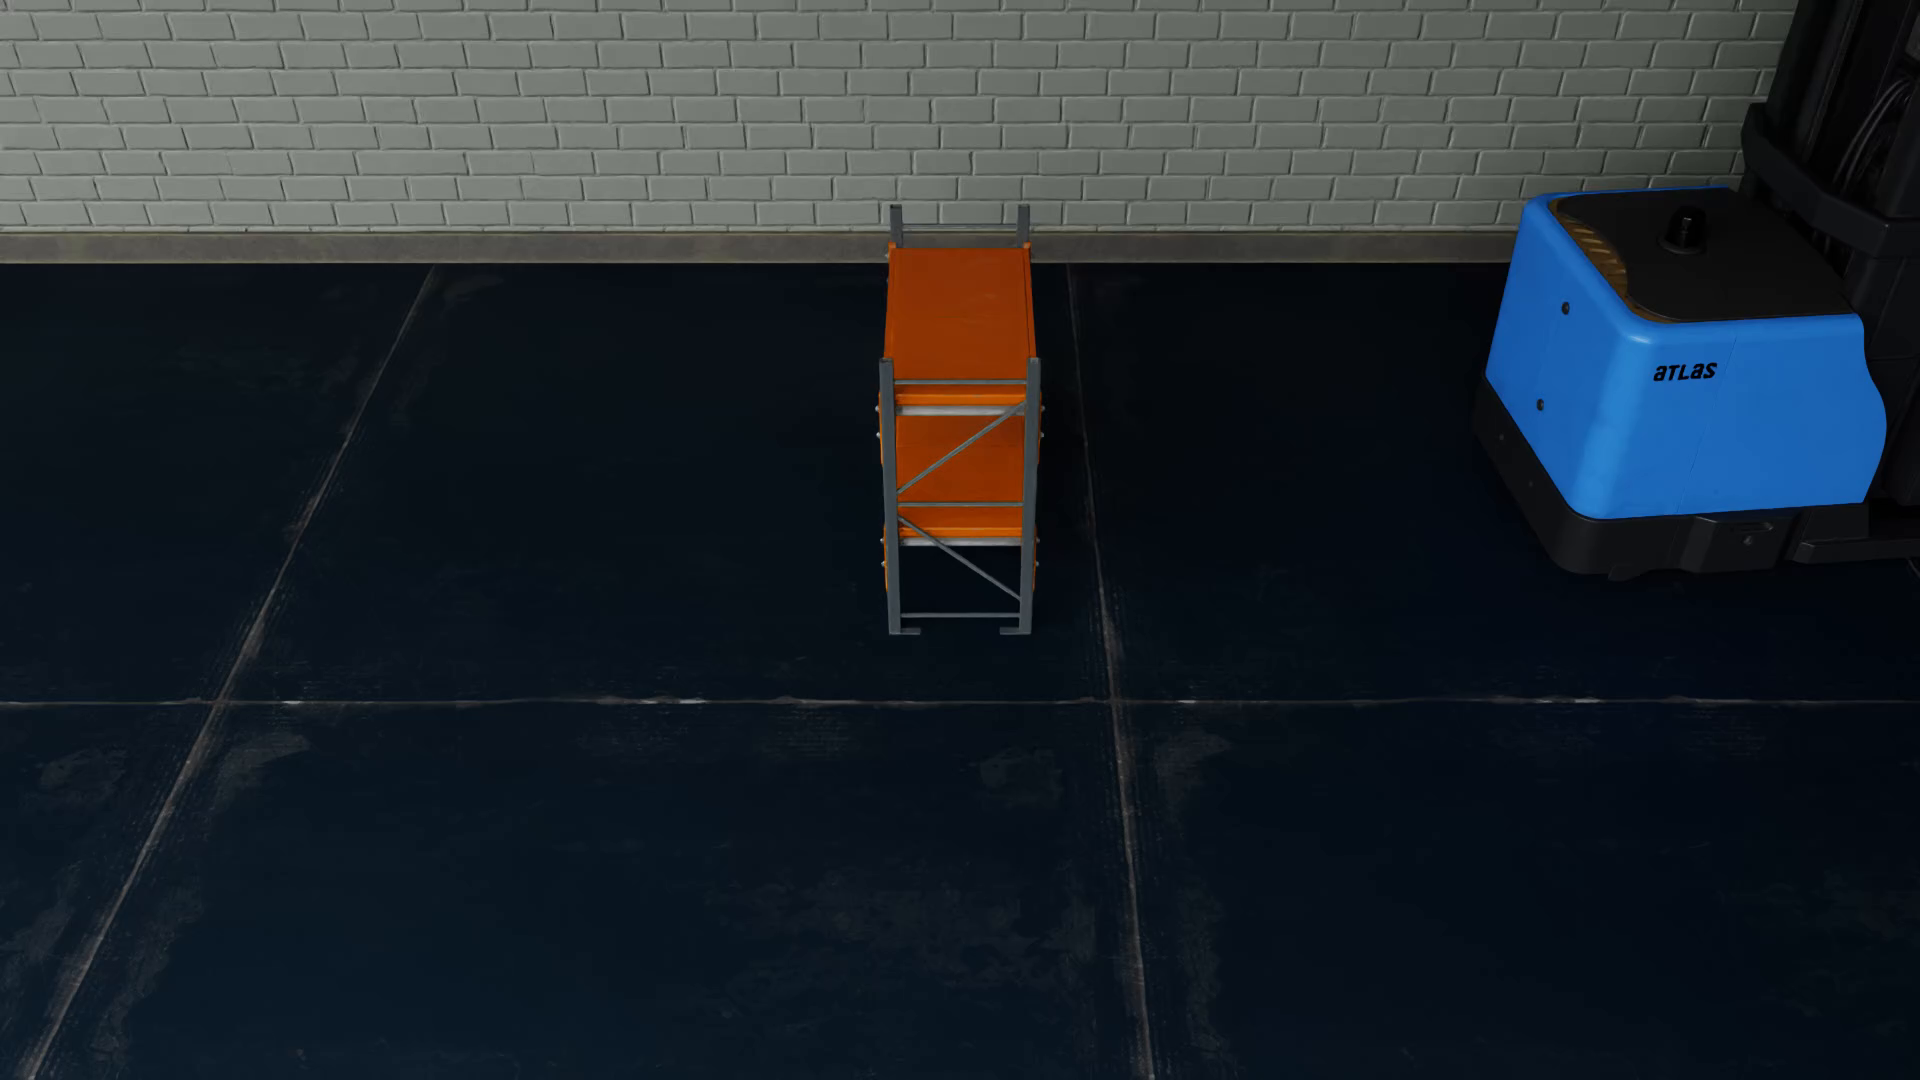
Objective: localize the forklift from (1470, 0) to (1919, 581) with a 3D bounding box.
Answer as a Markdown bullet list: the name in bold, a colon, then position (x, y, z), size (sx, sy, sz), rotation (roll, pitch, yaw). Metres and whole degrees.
- **forklift**: position (3.611, -1.381, 5.630), size (3.031, 2.935, 1.130), rotation (-4, 39, -5)

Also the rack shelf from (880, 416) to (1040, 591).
- **rack shelf**: position (0.000, -0.244, 6.046), size (0.538, 0.278, 1.000), rotation (0, 39, 0)

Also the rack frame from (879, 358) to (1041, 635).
- **rack frame**: position (0.001, -0.117, 5.496), size (0.500, 1.125, 0.032), rotation (0, 39, 0)

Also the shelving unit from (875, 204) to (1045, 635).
- **shelving unit**: position (0.000, -0.435, 5.893), size (0.538, 1.125, 1.048), rotation (0, 39, 0)

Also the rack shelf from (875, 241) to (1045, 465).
- **rack shelf**: position (0.000, -0.663, 5.710), size (0.538, 0.278, 1.000), rotation (0, 39, 0)

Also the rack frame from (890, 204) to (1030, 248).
- **rack frame**: position (-0.001, -0.753, 6.290), size (0.500, 1.125, 0.032), rotation (0, 39, 0)
